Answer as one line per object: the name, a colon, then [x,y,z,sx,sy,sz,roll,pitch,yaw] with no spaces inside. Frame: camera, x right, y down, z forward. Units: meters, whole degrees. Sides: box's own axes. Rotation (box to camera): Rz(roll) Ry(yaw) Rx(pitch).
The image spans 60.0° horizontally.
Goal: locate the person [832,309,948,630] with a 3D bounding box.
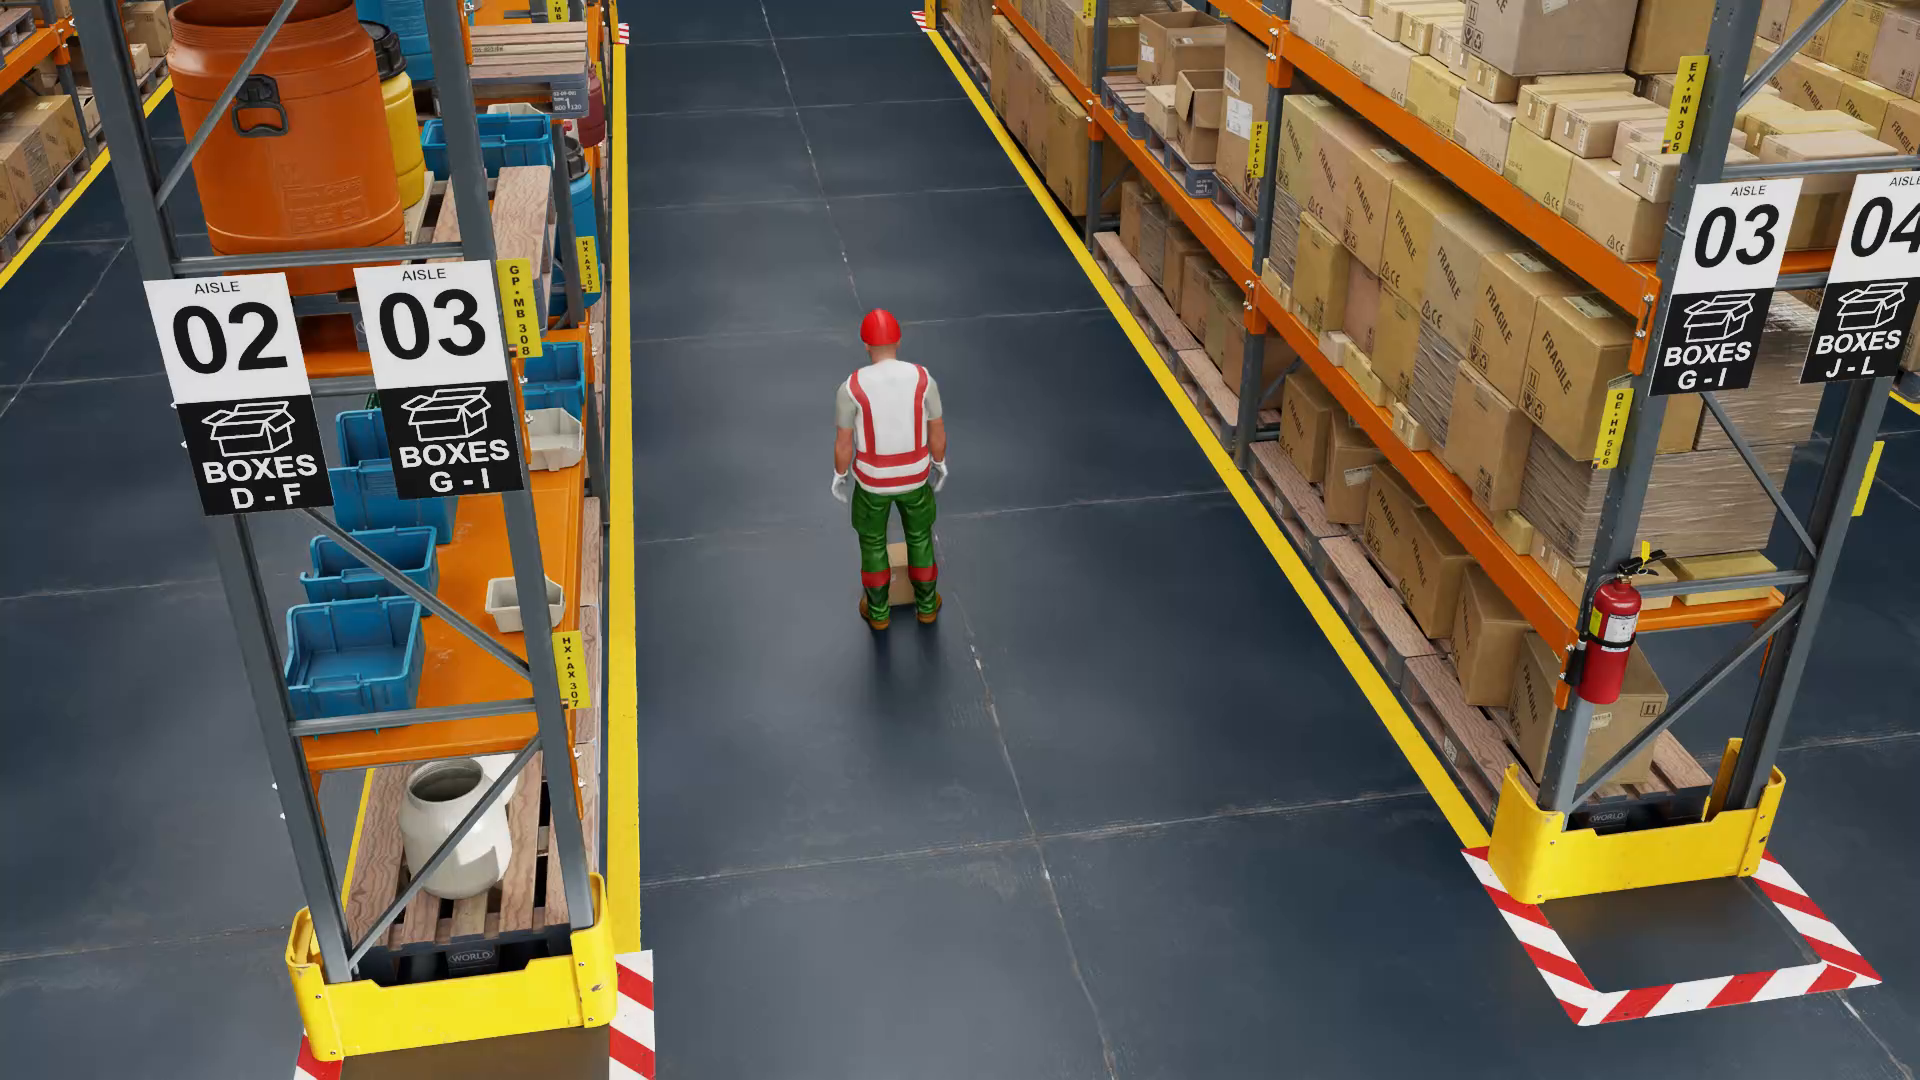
person: [-0.365,-0.351,8.722,0.621,1.779,0.453,-6,31,-10]
